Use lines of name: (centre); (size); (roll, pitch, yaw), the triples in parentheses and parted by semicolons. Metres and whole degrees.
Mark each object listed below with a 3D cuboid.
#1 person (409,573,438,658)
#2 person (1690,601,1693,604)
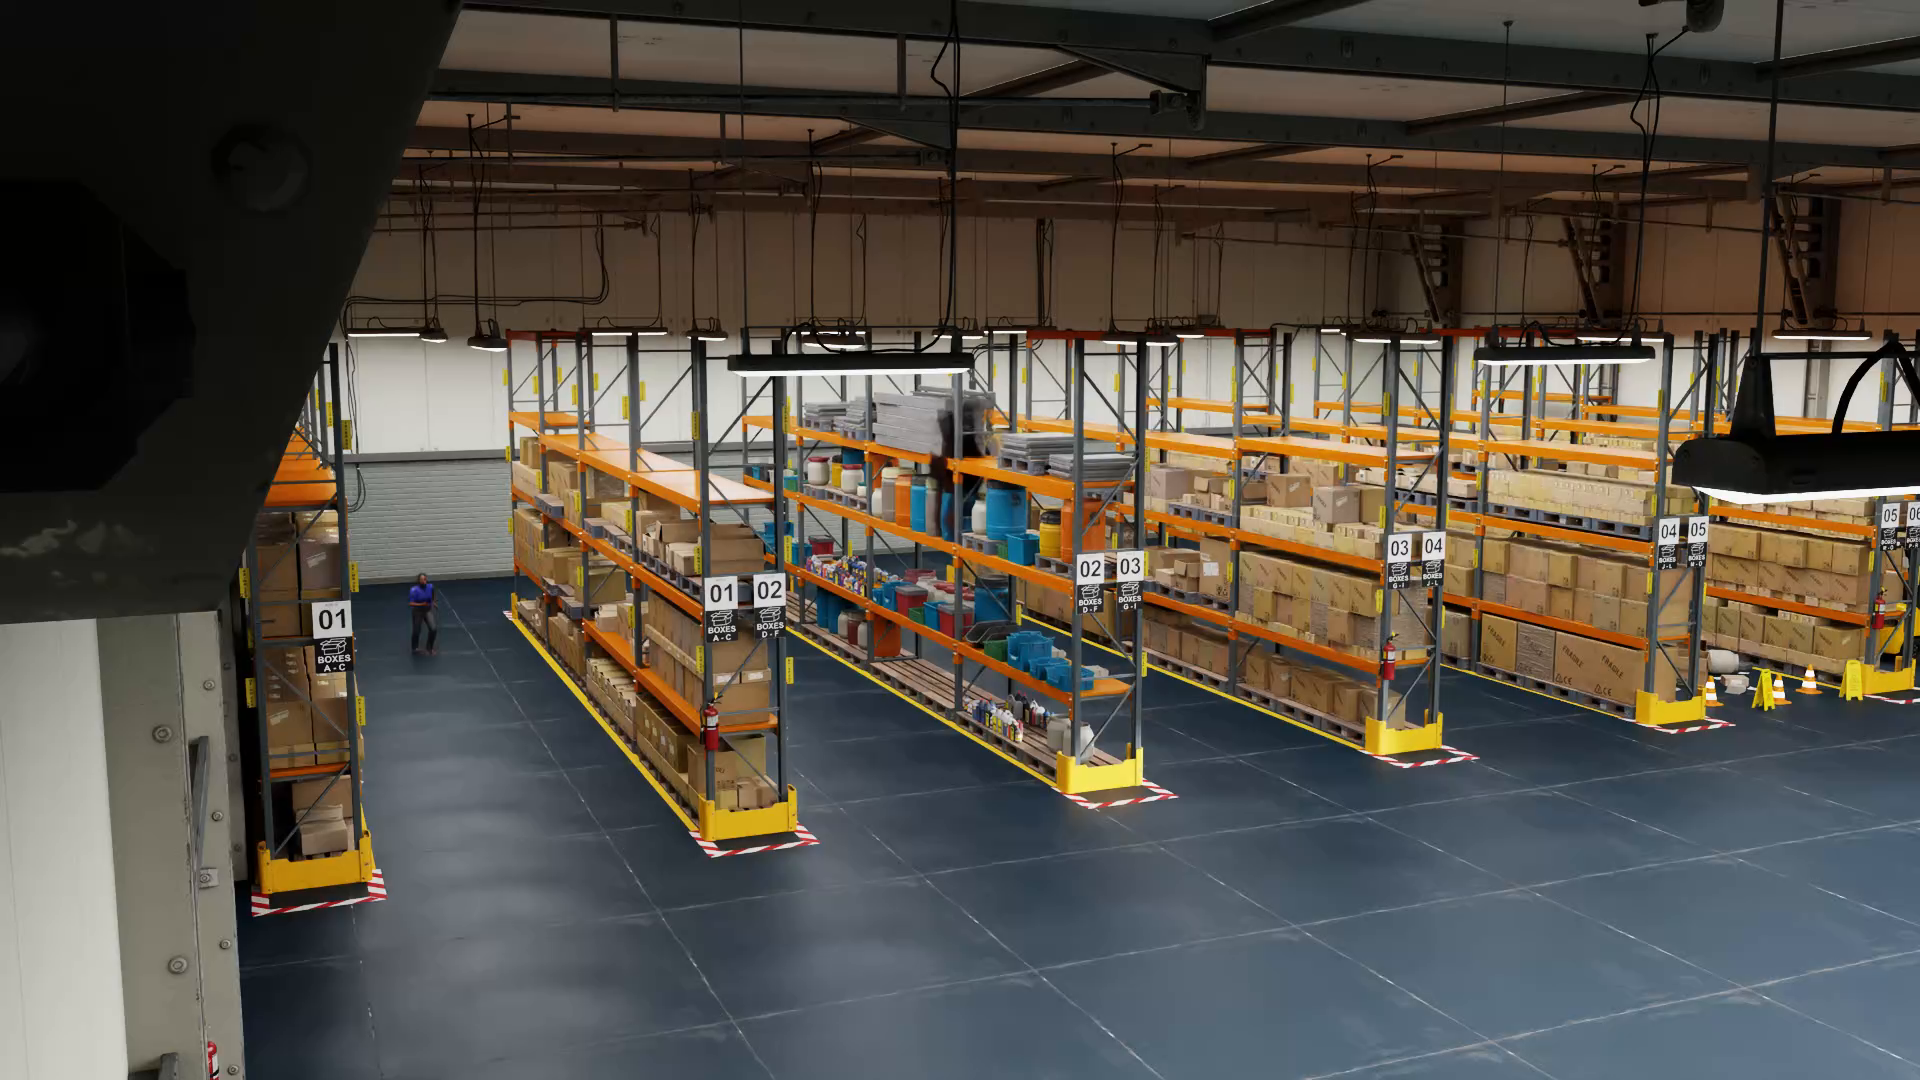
person: (-9.914, 1.379, 30.731); (0.587, 1.608, 0.934); (-6, 10, -35)
person: (14.987, 0.880, 33.801); (0.720, 1.742, 0.936); (-5, 9, -32)
